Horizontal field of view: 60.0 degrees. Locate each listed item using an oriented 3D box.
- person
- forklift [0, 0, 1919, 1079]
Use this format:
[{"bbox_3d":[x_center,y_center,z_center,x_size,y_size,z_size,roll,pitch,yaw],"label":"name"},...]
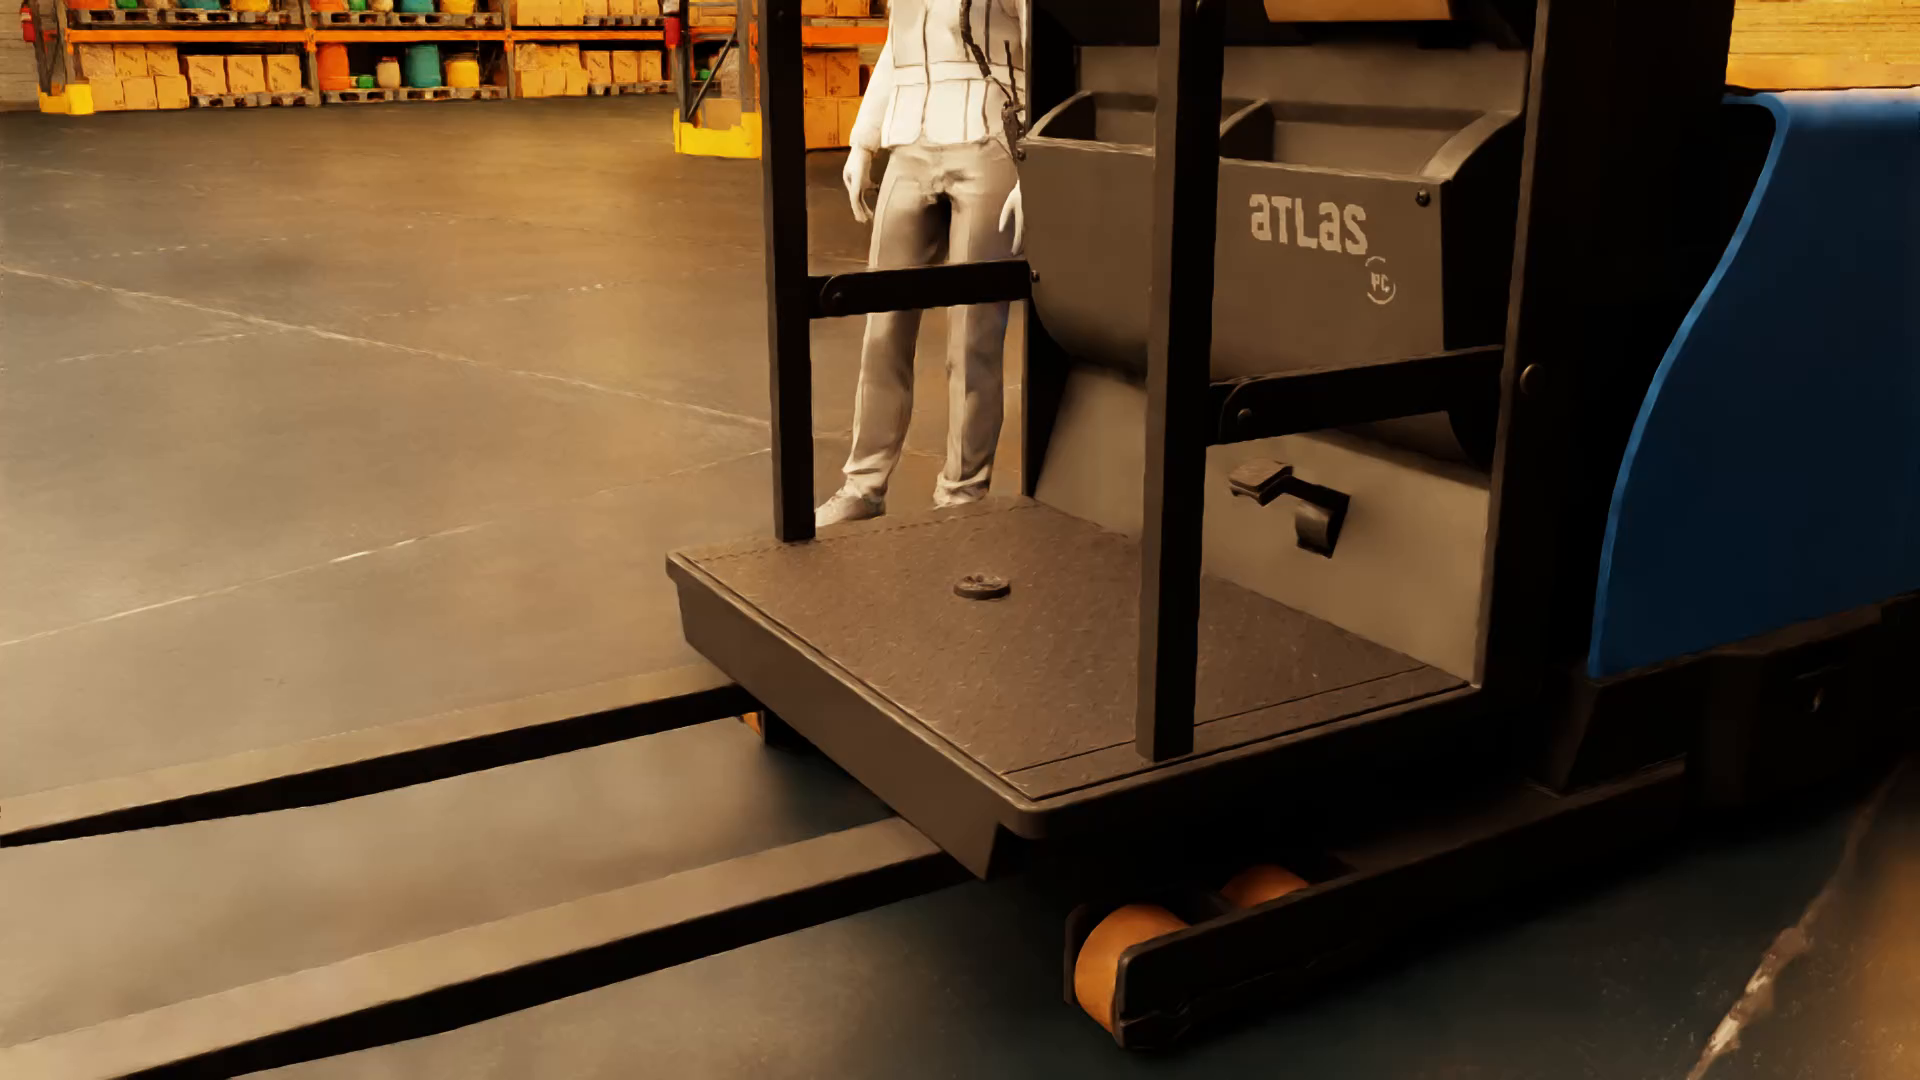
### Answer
[{"bbox_3d":[-0.049,-0.805,3.648,0.586,1.695,0.532,13,21,37],"label":"person"},{"bbox_3d":[0.209,-0.977,2.114,3.031,2.935,1.130,-10,19,-29],"label":"forklift"}]
